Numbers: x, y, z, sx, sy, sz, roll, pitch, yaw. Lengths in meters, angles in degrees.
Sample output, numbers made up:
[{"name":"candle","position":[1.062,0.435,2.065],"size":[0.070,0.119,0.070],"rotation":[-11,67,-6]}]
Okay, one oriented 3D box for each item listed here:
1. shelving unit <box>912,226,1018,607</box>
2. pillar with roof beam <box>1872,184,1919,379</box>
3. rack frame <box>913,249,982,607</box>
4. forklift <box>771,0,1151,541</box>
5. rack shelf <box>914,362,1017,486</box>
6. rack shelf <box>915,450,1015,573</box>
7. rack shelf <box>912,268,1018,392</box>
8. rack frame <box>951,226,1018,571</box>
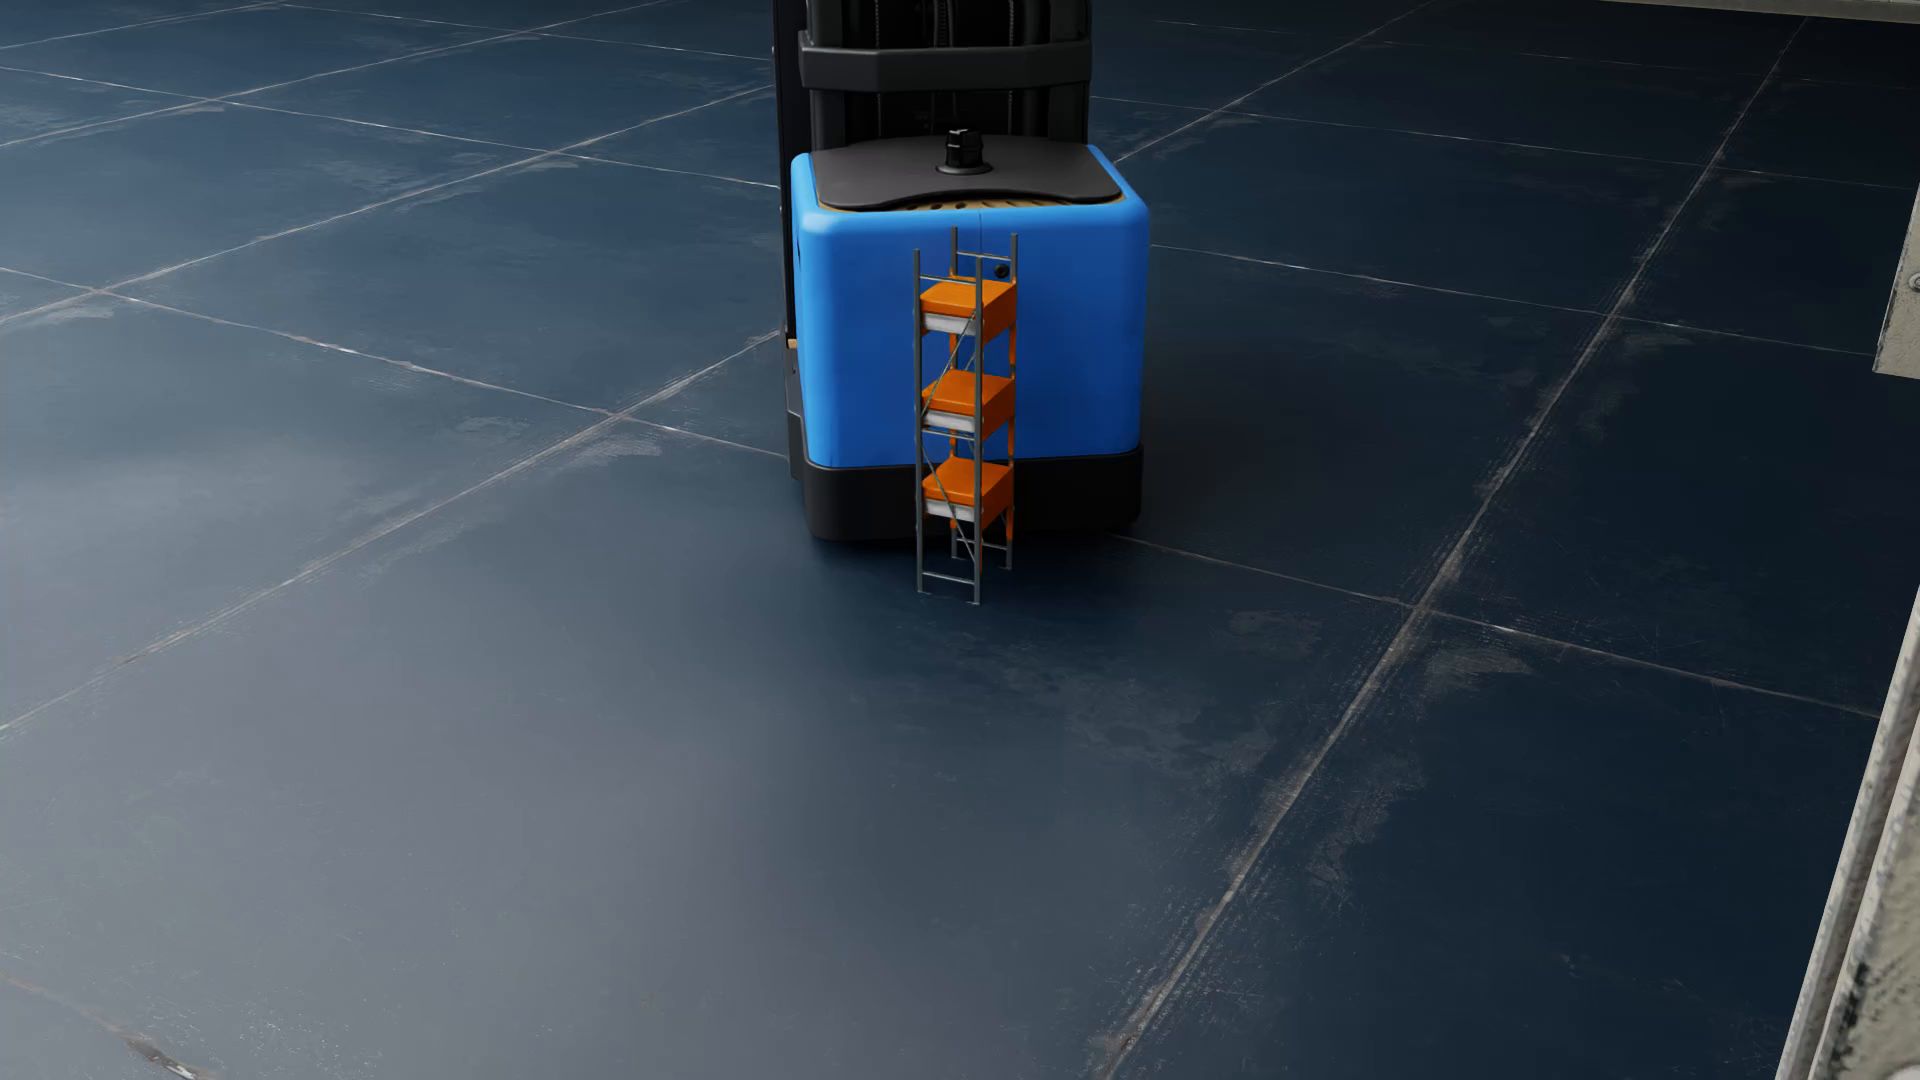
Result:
[{"name":"shelving unit","position":[0.017,-0.344,4.765],"size":[0.215,1.050,0.252],"rotation":[11,29,21]},{"name":"pillar with roof beam","position":[0.094,-5.682,6.547],"size":[9.100,9.000,0.400],"rotation":[14,30,26]},{"name":"rack frame","position":[-0.033,-0.294,4.665],"size":[0.200,1.050,0.008],"rotation":[11,29,21]},{"name":"forklift","position":[-0.126,-1.937,5.846],"size":[1.130,2.935,3.031],"rotation":[-3,27,-6]},{"name":"rack shelf","position":[0.017,-0.335,4.769],"size":[0.215,0.259,0.240],"rotation":[11,29,21]},{"name":"rack shelf","position":[0.017,-0.086,4.894],"size":[0.215,0.259,0.240],"rotation":[11,29,21]},{"name":"rack shelf","position":[0.017,-0.588,4.642],"size":[0.215,0.259,0.240],"rotation":[11,29,21]},{"name":"rack frame","position":[0.067,-0.394,4.864],"size":[0.200,1.050,0.008],"rotation":[11,29,21]}]
